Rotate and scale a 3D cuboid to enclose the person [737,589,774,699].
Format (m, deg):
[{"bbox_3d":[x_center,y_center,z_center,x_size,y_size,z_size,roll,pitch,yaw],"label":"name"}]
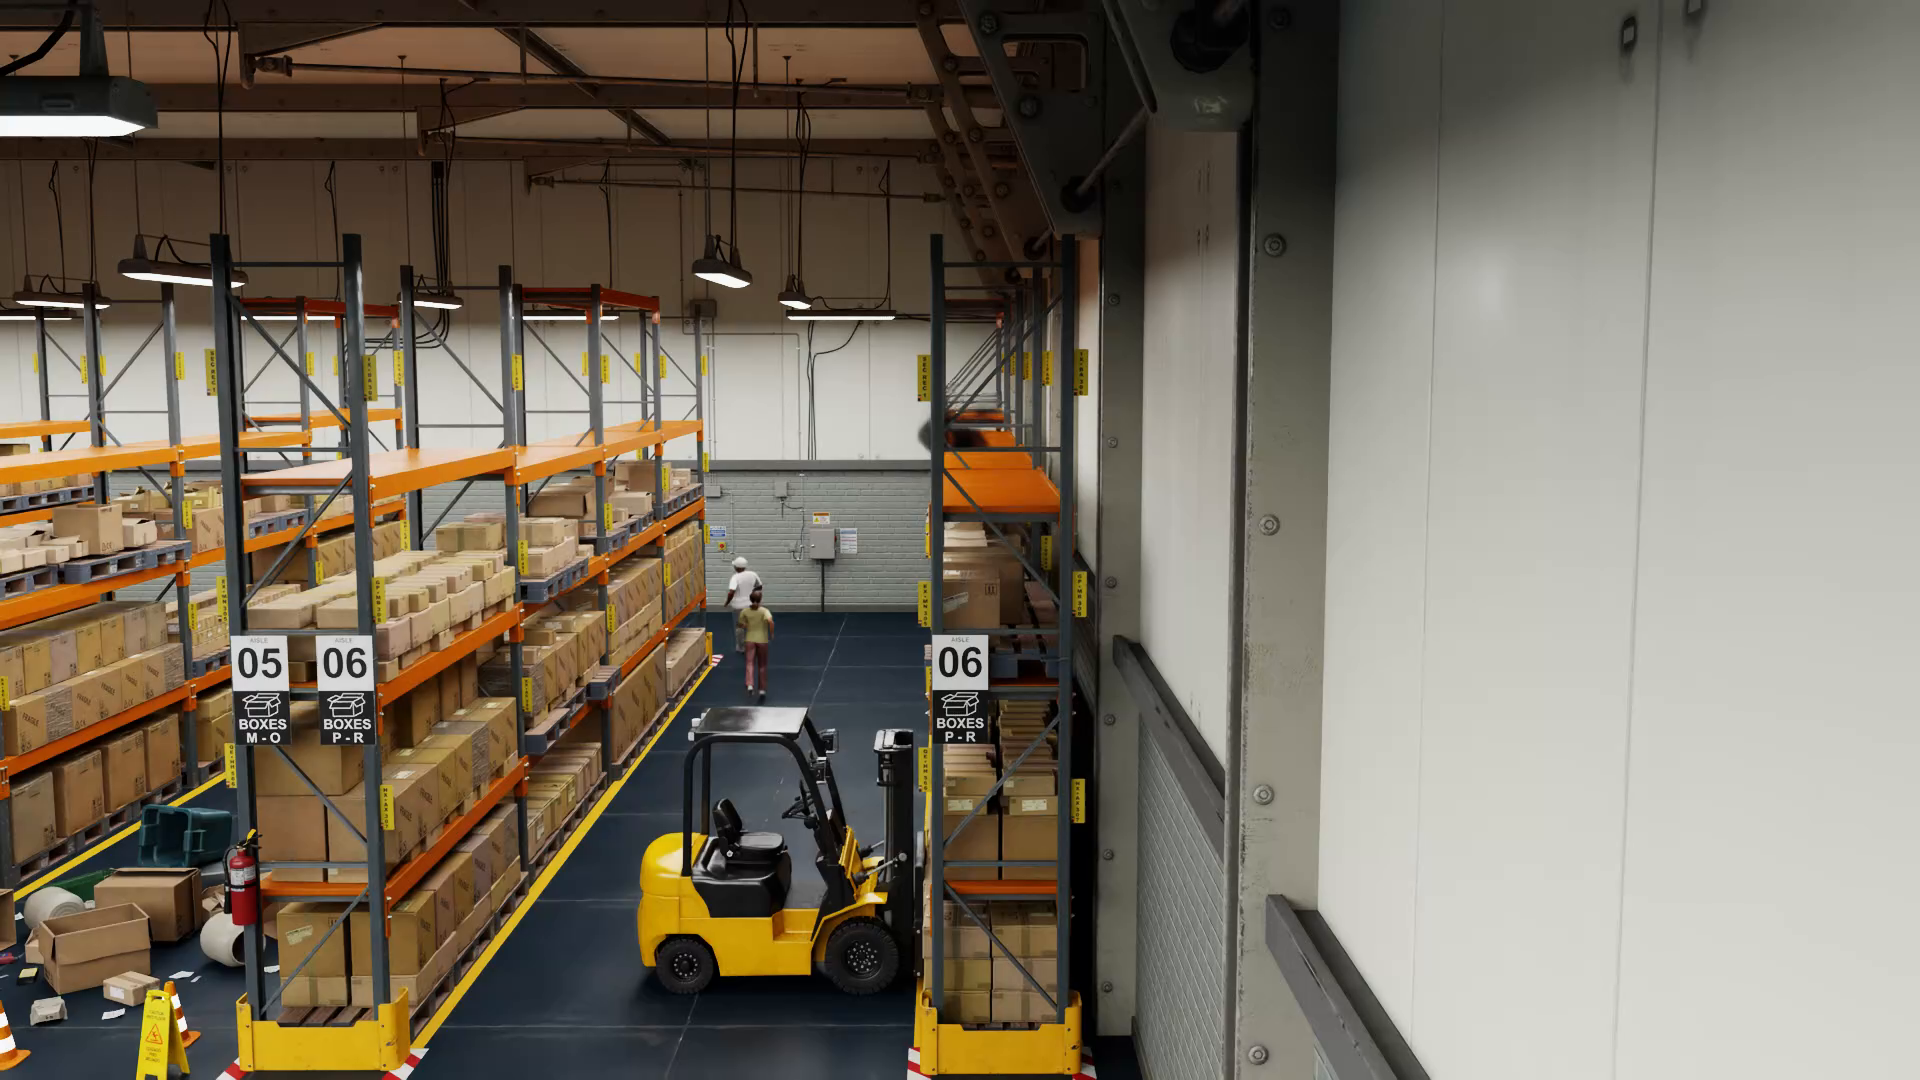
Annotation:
[{"bbox_3d":[-3.053,1.560,24.946,0.575,1.652,0.970,0,6,-2],"label":"person"}]

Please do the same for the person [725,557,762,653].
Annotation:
[{"bbox_3d":[-3.783,1.135,28.733,0.770,1.709,0.871,-5,8,-40],"label":"person"}]
